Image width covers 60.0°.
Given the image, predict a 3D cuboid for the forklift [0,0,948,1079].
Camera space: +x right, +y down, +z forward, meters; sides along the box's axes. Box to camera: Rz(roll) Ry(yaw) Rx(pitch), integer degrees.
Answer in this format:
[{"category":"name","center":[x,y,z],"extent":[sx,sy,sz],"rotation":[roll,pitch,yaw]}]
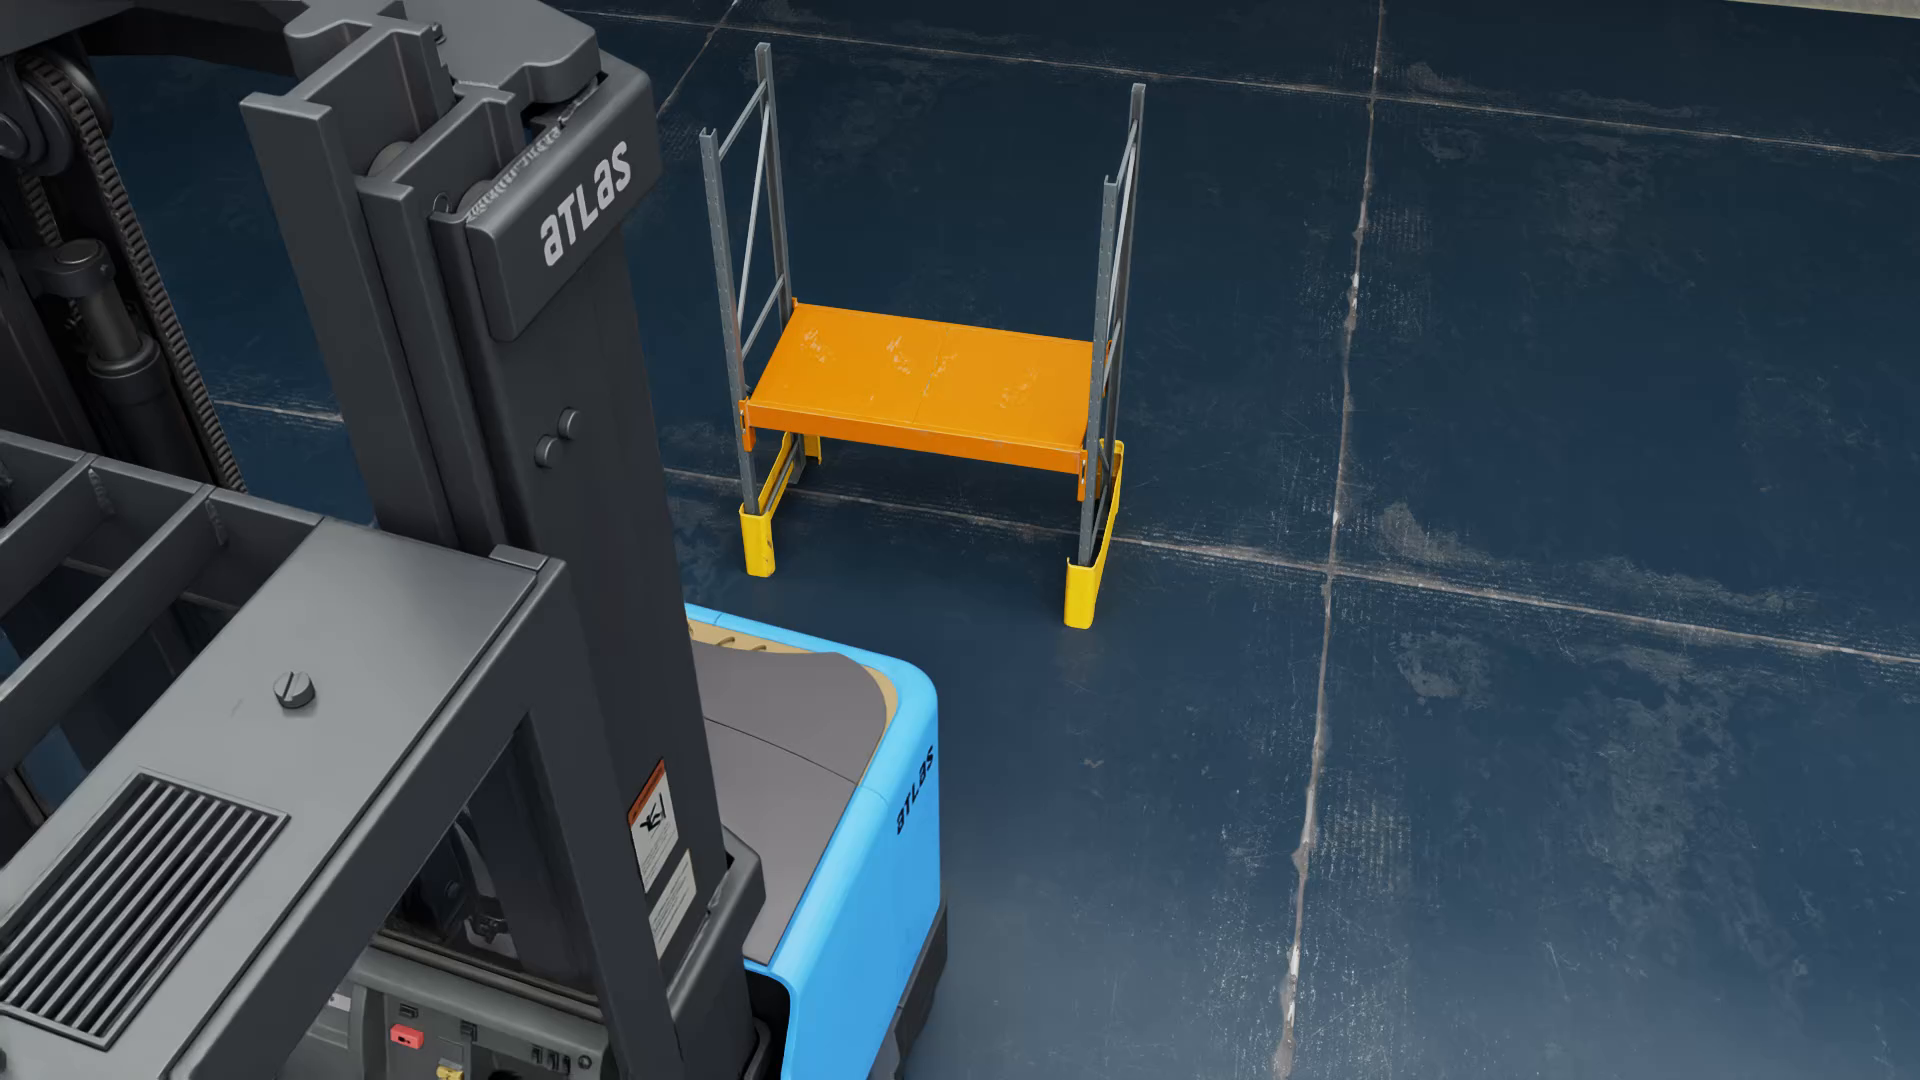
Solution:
[{"category":"forklift","center":[-1.000,0.836,2.268],"extent":[1.130,2.935,3.031],"rotation":[14,46,14]}]

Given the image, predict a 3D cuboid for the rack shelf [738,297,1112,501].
[{"category":"rack shelf","center":[-0.083,-0.424,4.868],"extent":[1.000,0.185,0.538],"rotation":[9,45,9]}]

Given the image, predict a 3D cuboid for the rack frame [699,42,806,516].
[{"category":"rack frame","center":[-0.579,-0.630,4.823],"extent":[0.032,1.500,0.500],"rotation":[9,45,9]}]

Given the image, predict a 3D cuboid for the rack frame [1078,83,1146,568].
[{"category":"rack frame","center":[0.413,-0.476,4.663],"extent":[0.032,1.500,0.500],"rotation":[9,45,9]}]

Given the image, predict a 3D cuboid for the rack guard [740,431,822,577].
[{"category":"rack guard","center":[-0.560,-0.177,5.254],"extent":[0.087,0.250,0.587],"rotation":[9,45,9]}]

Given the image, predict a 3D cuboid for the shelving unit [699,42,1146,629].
[{"category":"shelving unit","center":[-0.074,-0.552,4.742],"extent":[1.083,1.500,0.587],"rotation":[9,45,9]}]

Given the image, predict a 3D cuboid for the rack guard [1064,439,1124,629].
[{"category":"rack guard","center":[0.412,-0.026,5.097],"extent":[0.087,0.250,0.587],"rotation":[9,45,9]}]
